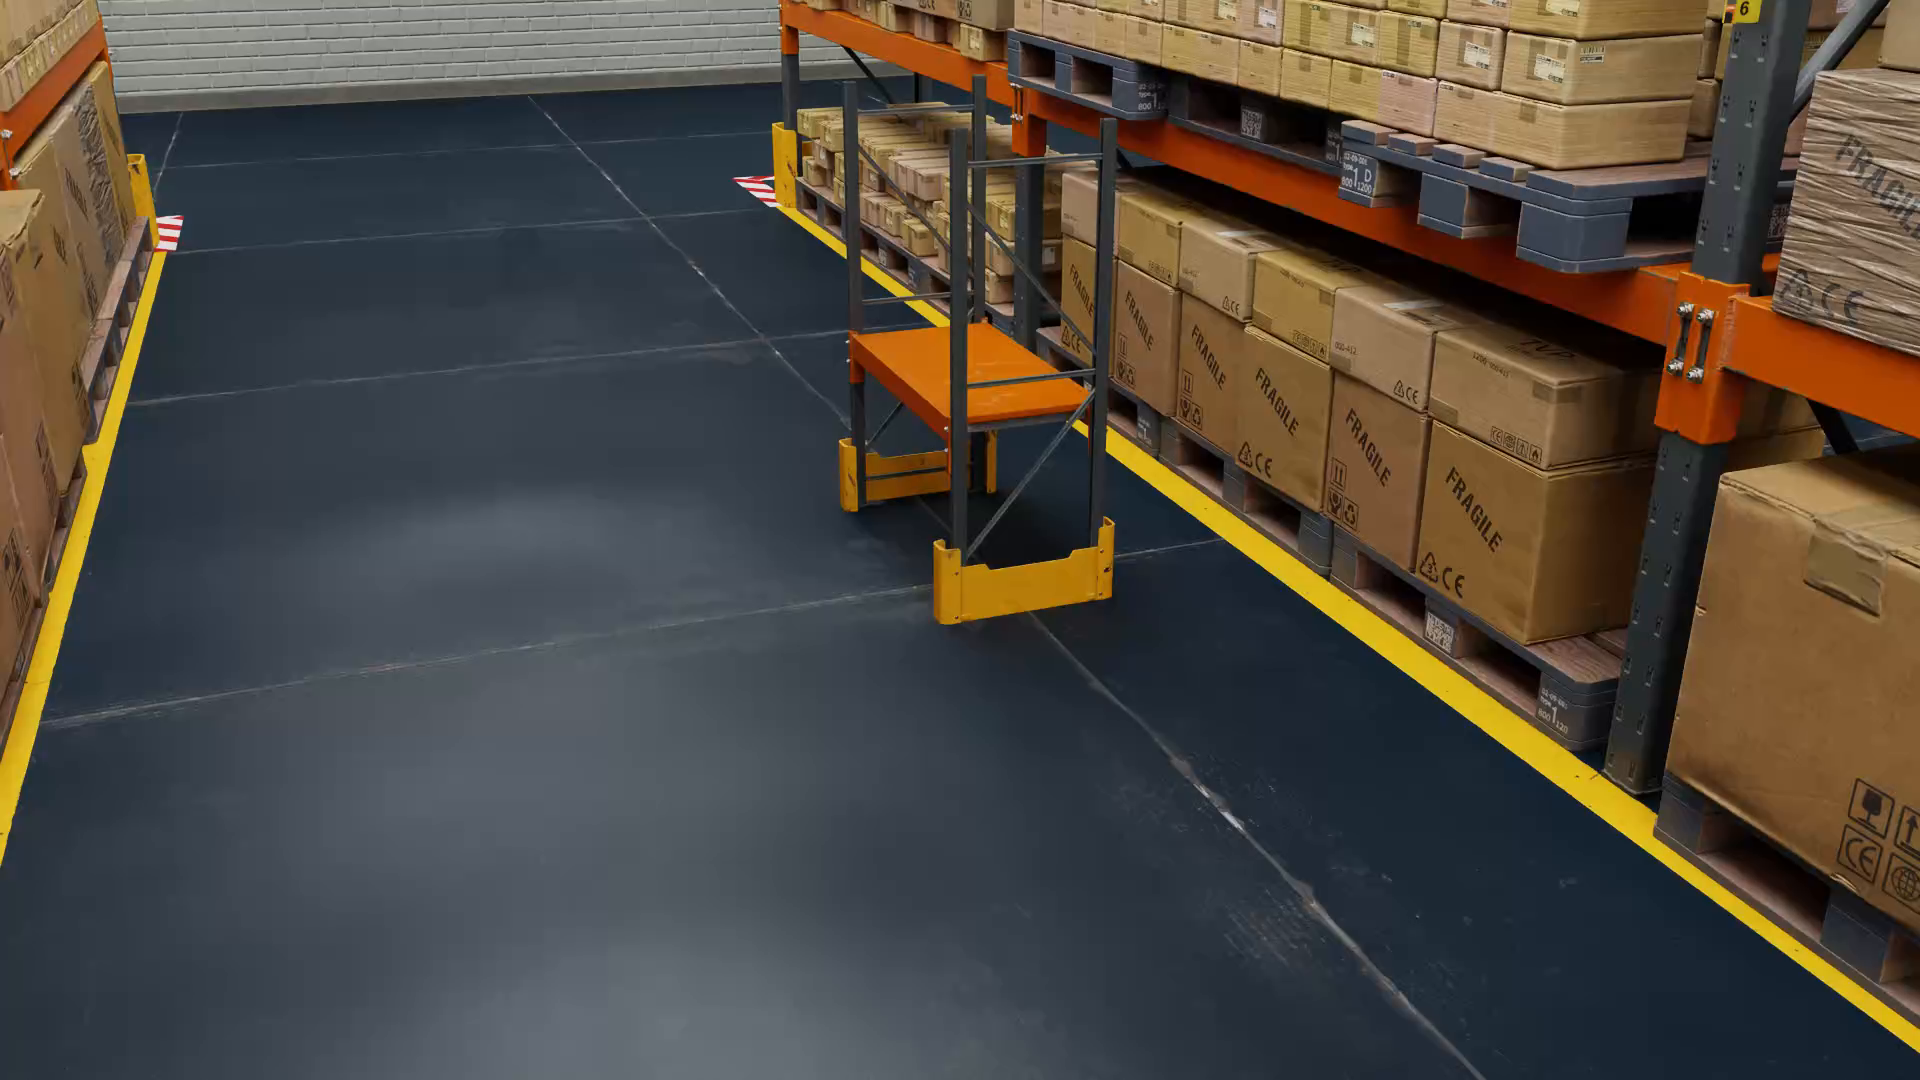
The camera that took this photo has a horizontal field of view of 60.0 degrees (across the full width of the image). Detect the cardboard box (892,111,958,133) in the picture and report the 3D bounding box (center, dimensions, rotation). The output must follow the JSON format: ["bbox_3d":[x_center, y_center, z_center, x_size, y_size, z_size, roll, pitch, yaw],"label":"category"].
[{"bbox_3d":[-0.219,-2.623,10.474,0.380,0.149,0.250,-8,24,-18],"label":"cardboard box"}]

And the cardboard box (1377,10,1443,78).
[{"bbox_3d":[1.357,-1.342,4.473,0.380,0.149,0.250,-8,24,-18],"label":"cardboard box"}]

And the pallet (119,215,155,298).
[{"bbox_3d":[-4.998,-1.517,9.077,1.003,0.211,1.213,-8,24,-19],"label":"pallet"}]

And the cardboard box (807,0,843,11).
[{"bbox_3d":[-0.696,-3.255,9.934,0.380,0.149,0.250,-9,24,-20],"label":"cardboard box"}]

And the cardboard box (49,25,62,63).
[{"bbox_3d":[-4.286,-2.232,7.506,0.380,0.149,0.250,-9,25,-21],"label":"cardboard box"}]

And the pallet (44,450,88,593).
[{"bbox_3d":[-3.598,-0.073,5.652,1.003,0.211,1.213,-8,24,-19],"label":"pallet"}]

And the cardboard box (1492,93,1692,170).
[{"bbox_3d":[1.544,-1.012,4.073,0.380,0.149,0.250,-8,24,-18],"label":"cardboard box"}]

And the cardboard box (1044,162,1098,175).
[{"bbox_3d":[0.517,-1.864,8.675,0.380,0.149,0.250,-9,24,-20],"label":"cardboard box"}]

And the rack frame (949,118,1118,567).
[{"bbox_3d":[0.210,-0.475,4.947,0.500,1.500,0.032,-8,24,-19],"label":"rack frame"}]

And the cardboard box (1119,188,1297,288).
[{"bbox_3d":[0.940,-1.161,6.355,0.500,0.250,0.500,-8,24,-18],"label":"cardboard box"}]

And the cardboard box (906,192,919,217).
[{"bbox_3d":[-0.073,-1.846,9.014,0.380,0.149,0.250,-10,25,-21],"label":"cardboard box"}]

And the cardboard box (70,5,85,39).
[{"bbox_3d":[-4.651,-2.605,8.391,0.380,0.149,0.250,-8,24,-18],"label":"cardboard box"}]

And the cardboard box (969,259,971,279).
[{"bbox_3d":[0.264,-1.353,8.229,0.380,0.149,0.250,-8,24,-18],"label":"cardboard box"}]

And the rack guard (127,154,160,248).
[{"bbox_3d":[-5.362,-1.938,9.705,1.175,0.500,0.348,-8,24,-19],"label":"rack guard"}]

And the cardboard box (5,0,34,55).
[{"bbox_3d":[-4.033,-2.084,6.643,0.500,0.250,0.500,-8,24,-19],"label":"cardboard box"}]

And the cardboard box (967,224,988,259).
[{"bbox_3d":[0.219,-1.456,8.090,0.380,0.149,0.250,-10,25,-22],"label":"cardboard box"}]

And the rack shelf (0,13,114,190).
[{"bbox_3d":[-4.647,-2.023,7.615,1.077,0.370,4.000,-8,24,-19],"label":"rack shelf"}]

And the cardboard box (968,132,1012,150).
[{"bbox_3d":[0.160,-2.242,9.571,0.380,0.149,0.250,-9,25,-21],"label":"cardboard box"}]

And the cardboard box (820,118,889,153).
[{"bbox_3d":[-0.631,-2.450,10.064,0.380,0.149,0.250,-8,24,-19],"label":"cardboard box"}]

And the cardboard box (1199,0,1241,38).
[{"bbox_3d":[0.999,-1.713,5.351,0.380,0.149,0.250,-9,24,-20],"label":"cardboard box"}]

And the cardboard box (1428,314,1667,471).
[{"bbox_3d":[1.661,-0.418,4.593,0.500,0.250,0.500,-9,24,-20],"label":"cardboard box"}]

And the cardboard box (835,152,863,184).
[{"bbox_3d":[-0.531,-2.224,9.913,0.380,0.149,0.250,-8,24,-17],"label":"cardboard box"}]

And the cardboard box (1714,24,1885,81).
[{"bbox_3d":[2.165,-1.236,4.221,0.380,0.149,0.250,-7,24,-17],"label":"cardboard box"}]

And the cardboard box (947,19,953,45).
[{"bbox_3d":[0.157,-2.515,8.178,0.380,0.149,0.250,-9,24,-20],"label":"cardboard box"}]

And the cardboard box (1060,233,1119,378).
[{"bbox_3d":[0.748,-1.009,6.959,0.500,0.500,0.500,-7,24,-17],"label":"cardboard box"}]

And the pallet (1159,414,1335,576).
[{"bbox_3d":[1.446,-0.260,6.096,1.003,0.211,1.213,-8,24,-19],"label":"pallet"}]

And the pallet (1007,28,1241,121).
[{"bbox_3d":[0.869,-1.886,6.609,1.003,0.211,1.213,-8,24,-19],"label":"pallet"}]

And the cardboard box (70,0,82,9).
[{"bbox_3d":[-4.756,-2.825,8.402,0.500,0.250,0.500,-9,24,-20],"label":"cardboard box"}]

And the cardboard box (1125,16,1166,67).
[{"bbox_3d":[0.810,-1.768,5.866,0.380,0.149,0.250,-9,25,-21],"label":"cardboard box"}]

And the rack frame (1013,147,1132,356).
[{"bbox_3d":[0.735,-2.272,7.278,1.000,3.000,0.127,-8,24,-19],"label":"rack frame"}]

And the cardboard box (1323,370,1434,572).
[{"bbox_3d":[1.491,-0.253,5.165,0.500,0.500,0.500,-7,24,-17],"label":"cardboard box"}]

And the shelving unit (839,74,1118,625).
[{"bbox_3d":[0.027,-0.663,5.393,0.587,1.500,1.083,-8,24,-19],"label":"shelving unit"}]

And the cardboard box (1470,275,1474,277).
[{"bbox_3d":[1.789,-0.855,5.629,0.500,0.250,0.500,-8,24,-19],"label":"cardboard box"}]

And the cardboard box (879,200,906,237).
[{"bbox_3d":[-0.233,-1.811,9.314,0.380,0.149,0.250,-8,24,-19],"label":"cardboard box"}]

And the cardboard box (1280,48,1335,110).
[{"bbox_3d":[1.186,-1.385,4.957,0.380,0.149,0.250,-9,25,-21],"label":"cardboard box"}]

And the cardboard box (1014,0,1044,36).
[{"bbox_3d":[0.444,-2.143,6.756,0.380,0.149,0.250,-10,25,-22],"label":"cardboard box"}]

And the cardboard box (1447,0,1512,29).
[{"bbox_3d":[1.460,-1.377,4.172,0.380,0.149,0.250,-9,24,-20],"label":"cardboard box"}]

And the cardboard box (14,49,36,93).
[{"bbox_3d":[-3.920,-1.857,6.616,0.380,0.149,0.250,-8,24,-17],"label":"cardboard box"}]

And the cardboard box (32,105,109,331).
[{"bbox_3d":[-4.417,-1.420,7.453,0.875,0.875,0.875,-8,24,-19],"label":"cardboard box"}]

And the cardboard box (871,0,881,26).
[{"bbox_3d":[-0.271,-2.887,9.061,0.380,0.149,0.250,-7,24,-17],"label":"cardboard box"}]

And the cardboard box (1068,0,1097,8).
[{"bbox_3d":[0.629,-2.093,6.253,0.380,0.149,0.250,-8,24,-18],"label":"cardboard box"}]

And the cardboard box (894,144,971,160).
[{"bbox_3d":[-0.149,-2.089,9.207,0.380,0.149,0.250,-8,24,-19],"label":"cardboard box"}]

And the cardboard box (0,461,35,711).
[{"bbox_3d":[-3.060,0.032,4.006,1.225,0.875,0.875,-8,24,-19],"label":"cardboard box"}]

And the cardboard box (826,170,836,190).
[{"bbox_3d":[-0.623,-2.287,10.444,0.380,0.149,0.250,-8,24,-19],"label":"cardboard box"}]

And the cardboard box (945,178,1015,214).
[{"bbox_3d":[0.144,-1.696,8.276,0.380,0.149,0.250,-9,24,-19],"label":"cardboard box"}]
